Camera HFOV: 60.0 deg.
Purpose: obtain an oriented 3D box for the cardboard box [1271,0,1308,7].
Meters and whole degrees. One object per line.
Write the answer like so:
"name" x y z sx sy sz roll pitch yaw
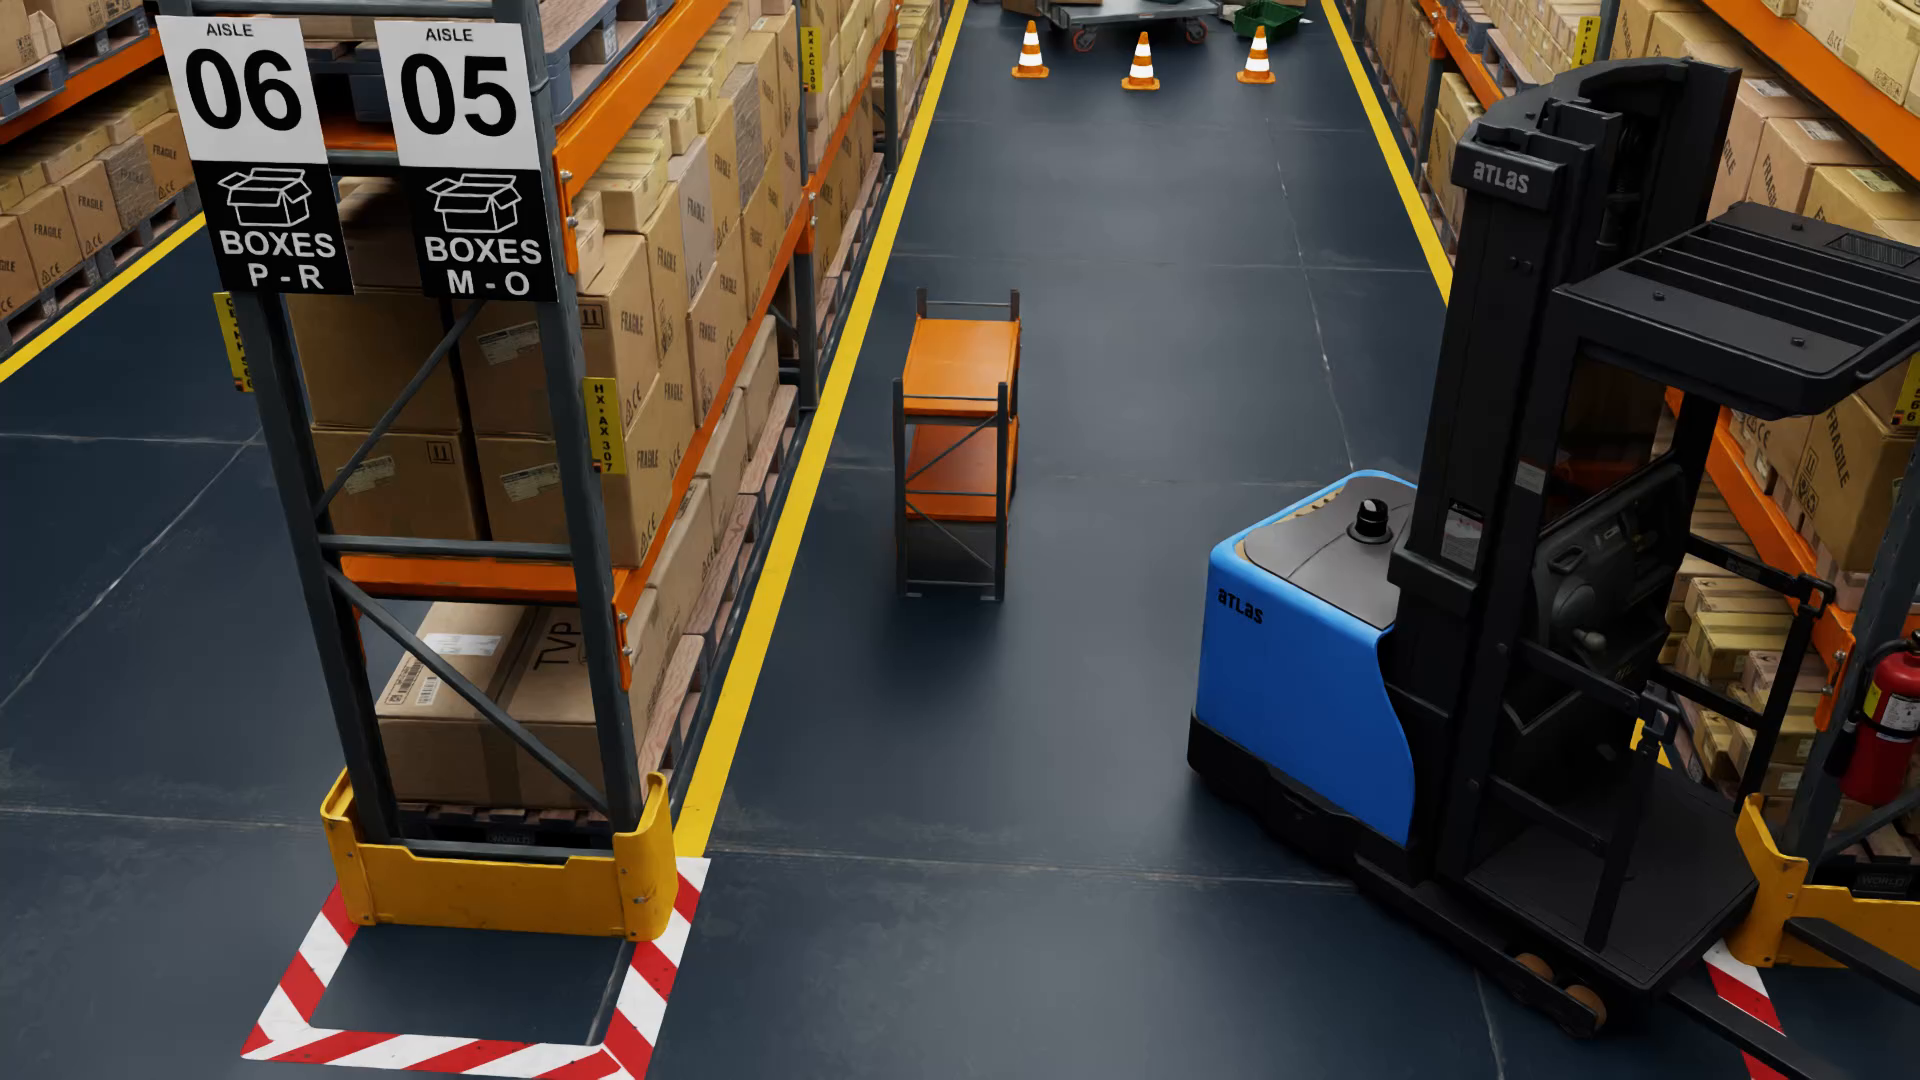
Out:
"cardboard box" 3.391 -5.878 17.309 0.500 0.500 0.500 8 32 12

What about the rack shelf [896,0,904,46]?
"rack shelf" -0.817 -4.892 14.015 1.077 0.370 4.000 2 32 4

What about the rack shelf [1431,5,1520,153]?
"rack shelf" 3.799 -2.642 10.363 1.077 0.370 4.000 2 32 4

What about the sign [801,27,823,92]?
"sign" -0.753 -2.440 8.450 0.100 0.325 0.005 2 32 4

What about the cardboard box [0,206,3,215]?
"cardboard box" -6.014 -1.986 9.977 0.380 0.149 0.250 2 32 3

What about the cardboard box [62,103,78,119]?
"cardboard box" -6.357 -2.946 11.535 0.380 0.149 0.250 2 32 3

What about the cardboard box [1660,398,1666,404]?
"cardboard box" 3.348 -0.673 8.234 0.380 0.149 0.250 2 32 3

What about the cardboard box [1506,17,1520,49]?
"cardboard box" 3.618 -3.147 10.336 0.380 0.149 0.250 3 32 5

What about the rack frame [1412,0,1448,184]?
"rack frame" 3.962 -3.994 11.871 1.000 3.000 0.127 2 32 4

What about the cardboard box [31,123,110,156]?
"cardboard box" -5.922 -2.666 11.080 0.380 0.149 0.250 3 32 4

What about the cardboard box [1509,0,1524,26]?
"cardboard box" 3.619 -3.275 10.260 0.380 0.149 0.250 2 32 4

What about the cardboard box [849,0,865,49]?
"cardboard box" -0.868 -3.229 10.297 0.500 0.250 0.500 2 32 2

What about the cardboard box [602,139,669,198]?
"cardboard box" -1.237 -1.297 5.829 0.380 0.149 0.250 1 32 2

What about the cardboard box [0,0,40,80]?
"cardboard box" -5.949 -3.006 9.774 0.700 0.500 0.500 3 32 5

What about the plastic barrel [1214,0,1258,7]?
"plastic barrel" 2.851 -5.647 17.010 0.512 0.421 0.421 27 41 37

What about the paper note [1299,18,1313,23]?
"paper note" 3.439 -5.212 16.677 0.147 0.020 0.142 -20 37 -29

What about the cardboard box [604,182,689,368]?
"cardboard box" -1.274 -0.947 5.879 0.500 0.500 0.500 2 32 3

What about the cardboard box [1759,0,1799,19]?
"cardboard box" 3.195 -2.078 6.046 0.500 0.250 0.500 4 32 6

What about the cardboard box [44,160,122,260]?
"cardboard box" -5.911 -2.168 10.892 0.500 0.500 0.500 2 32 3

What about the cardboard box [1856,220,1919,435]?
"cardboard box" 3.100 -0.655 5.122 0.500 0.500 0.500 2 32 3

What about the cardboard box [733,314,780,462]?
"cardboard box" -1.464 -0.825 8.772 0.875 0.438 0.875 2 32 3

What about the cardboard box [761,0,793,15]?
"cardboard box" -1.014 -2.630 7.993 0.380 0.149 0.250 2 32 3

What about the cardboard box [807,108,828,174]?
"cardboard box" -1.007 -2.216 9.129 0.500 0.250 0.500 2 32 3

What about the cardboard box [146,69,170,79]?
"cardboard box" -5.707 -3.340 12.175 0.380 0.149 0.250 1 32 1

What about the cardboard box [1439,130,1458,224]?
"cardboard box" 3.612 -2.486 11.408 0.500 0.500 0.500 3 32 5

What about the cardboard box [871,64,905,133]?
"cardboard box" -0.924 -3.507 13.187 0.950 0.372 0.625 0 32 1

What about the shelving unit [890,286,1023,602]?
"shelving unit" -0.001 -0.475 7.949 0.538 1.125 1.048 2 32 4

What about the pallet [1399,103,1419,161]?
"pallet" 4.101 -3.216 13.267 1.003 0.211 1.213 2 32 4

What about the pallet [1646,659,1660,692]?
"pallet" 3.520 0.277 7.599 1.003 0.211 1.213 2 32 4

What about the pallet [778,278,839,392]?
"pallet" -1.318 -1.280 10.126 1.003 0.211 1.213 2 32 4

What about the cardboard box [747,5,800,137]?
"cardboard box" -1.069 -2.270 8.027 0.500 0.500 0.500 2 32 4

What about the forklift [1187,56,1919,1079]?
"forklift" 2.260 0.108 5.281 1.130 2.935 3.031 -25 39 -34

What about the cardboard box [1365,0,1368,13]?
"cardboard box" 4.408 -5.685 16.241 0.875 0.875 0.875 3 32 5

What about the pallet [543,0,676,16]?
"pallet" -1.485 -2.236 6.245 1.003 0.211 1.213 2 32 4

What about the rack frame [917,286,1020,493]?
"rack frame" 0.041 -0.741 8.380 0.500 1.125 0.032 2 32 4

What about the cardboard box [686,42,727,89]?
"cardboard box" -1.181 -1.965 6.912 0.380 0.149 0.250 2 32 3

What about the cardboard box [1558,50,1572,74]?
"cardboard box" 3.515 -2.584 9.140 0.380 0.149 0.250 4 32 6

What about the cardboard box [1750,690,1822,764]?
"cardboard box" 3.101 0.683 6.032 0.380 0.149 0.250 3 32 5

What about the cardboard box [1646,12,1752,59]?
"cardboard box" 3.329 -2.000 7.304 0.500 0.500 0.500 2 32 2

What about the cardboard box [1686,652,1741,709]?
"cardboard box" 3.109 0.538 6.552 0.380 0.149 0.250 1 32 2

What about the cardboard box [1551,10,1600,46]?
"cardboard box" 3.539 -2.858 9.301 0.380 0.149 0.250 2 32 4

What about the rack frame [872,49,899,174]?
"rack frame" -0.980 -4.152 12.129 1.000 3.000 0.127 2 32 4

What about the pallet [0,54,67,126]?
"pallet" -6.080 -2.602 9.797 1.003 0.211 1.213 2 32 4

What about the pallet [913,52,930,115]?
"pallet" -0.813 -4.010 14.556 1.003 0.211 1.213 2 32 4

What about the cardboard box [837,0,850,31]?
"cardboard box" -0.926 -3.276 9.659 0.500 0.500 0.500 2 32 3

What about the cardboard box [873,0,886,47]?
"cardboard box" -0.789 -3.545 11.286 0.500 0.250 0.500 3 32 5

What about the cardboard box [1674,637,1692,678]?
"cardboard box" 3.180 0.537 6.836 0.380 0.149 0.250 3 32 4

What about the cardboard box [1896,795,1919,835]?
"cardboard box" 3.672 0.964 6.144 0.380 0.149 0.250 3 32 5

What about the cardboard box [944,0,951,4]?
"cardboard box" -0.337 -5.549 16.616 0.500 0.250 0.500 1 32 2

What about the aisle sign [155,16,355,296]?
"aisle sign" -1.946 -1.051 4.619 0.394 0.787 0.004 2 32 4

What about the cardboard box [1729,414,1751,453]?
"cardboard box" 3.167 -0.417 6.307 0.380 0.149 0.250 1 32 2

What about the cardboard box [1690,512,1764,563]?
"cardboard box" 3.256 0.005 7.133 0.380 0.149 0.250 1 32 2

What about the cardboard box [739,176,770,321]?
"cardboard box" -1.152 -1.317 7.433 0.500 0.500 0.500 2 32 3
